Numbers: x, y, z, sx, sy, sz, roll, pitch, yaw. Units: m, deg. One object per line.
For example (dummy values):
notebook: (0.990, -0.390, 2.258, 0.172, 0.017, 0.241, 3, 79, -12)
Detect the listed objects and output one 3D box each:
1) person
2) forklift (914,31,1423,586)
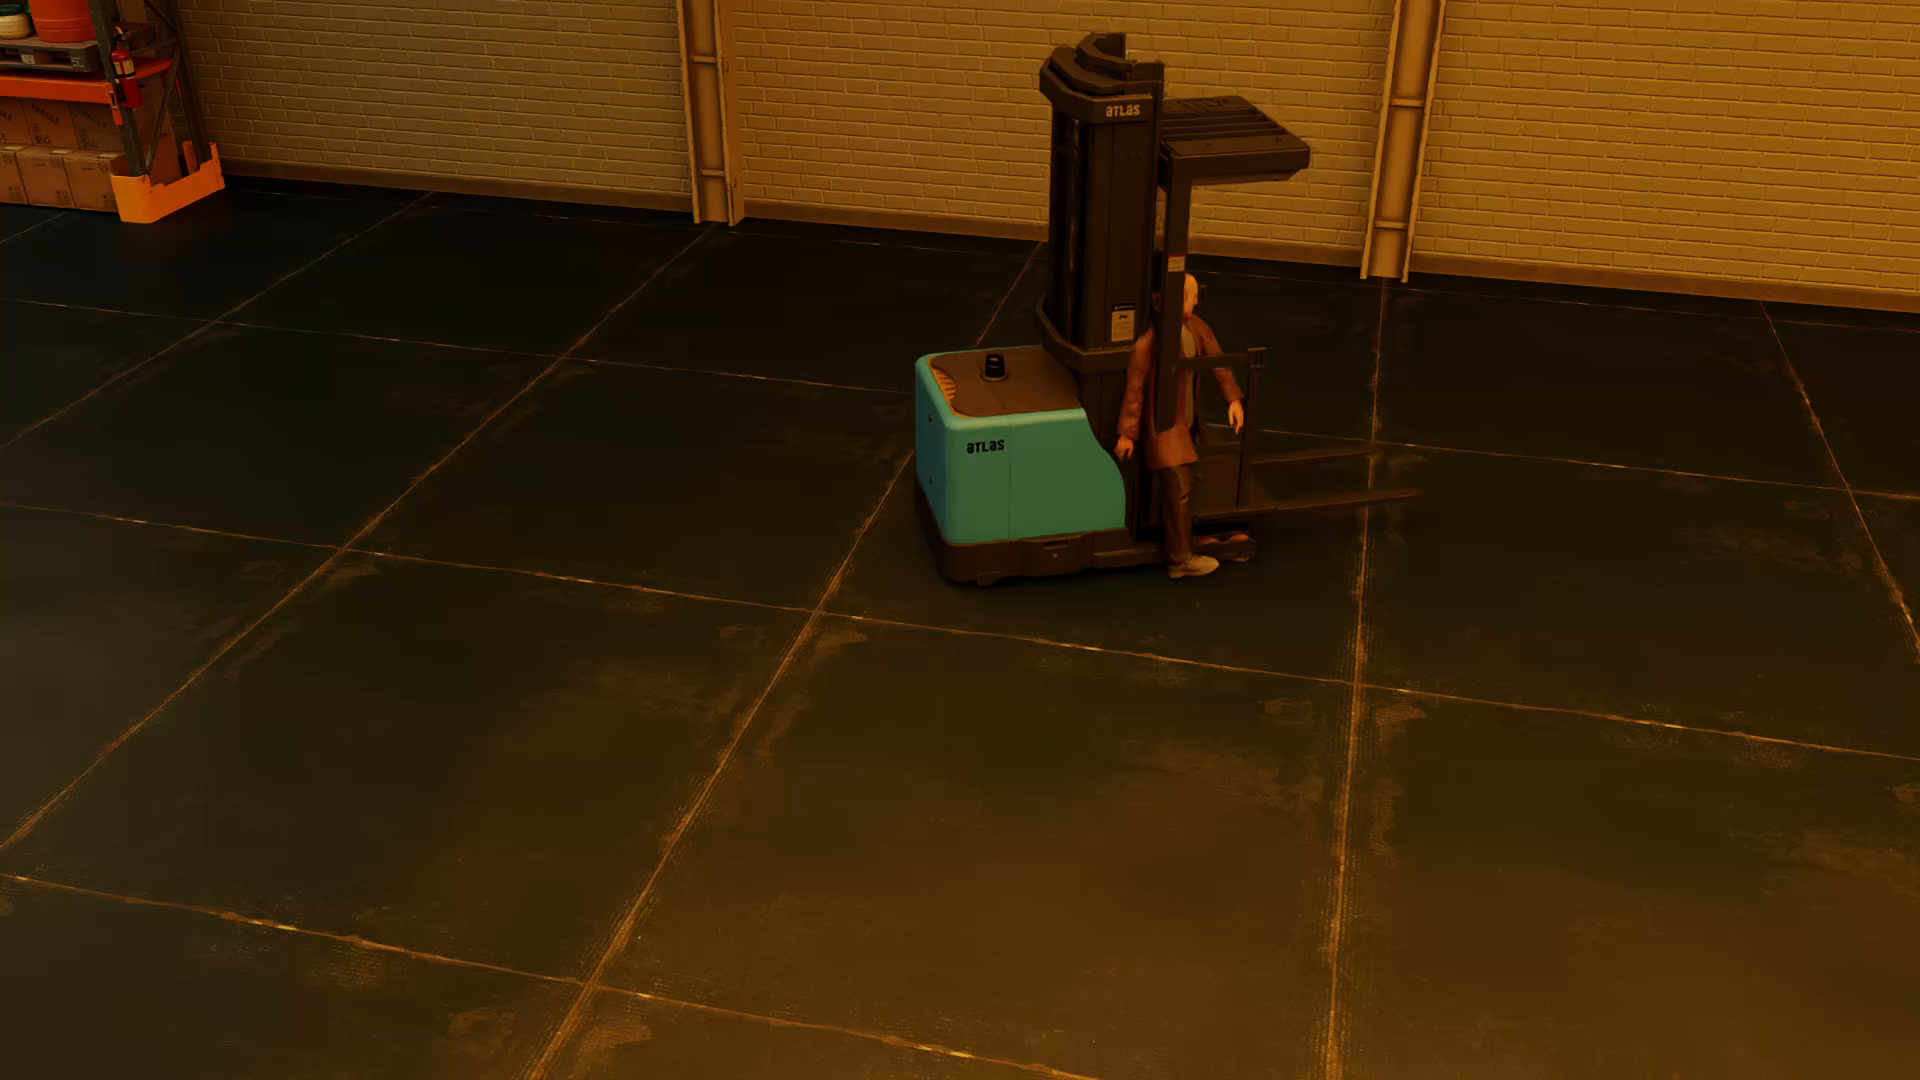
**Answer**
person: (1.199, -0.649, 9.497, 0.921, 1.747, 0.744, 20, 35, 31)
forklift: (1.290, -1.372, 9.591, 3.031, 2.935, 1.130, -6, 30, -11)
